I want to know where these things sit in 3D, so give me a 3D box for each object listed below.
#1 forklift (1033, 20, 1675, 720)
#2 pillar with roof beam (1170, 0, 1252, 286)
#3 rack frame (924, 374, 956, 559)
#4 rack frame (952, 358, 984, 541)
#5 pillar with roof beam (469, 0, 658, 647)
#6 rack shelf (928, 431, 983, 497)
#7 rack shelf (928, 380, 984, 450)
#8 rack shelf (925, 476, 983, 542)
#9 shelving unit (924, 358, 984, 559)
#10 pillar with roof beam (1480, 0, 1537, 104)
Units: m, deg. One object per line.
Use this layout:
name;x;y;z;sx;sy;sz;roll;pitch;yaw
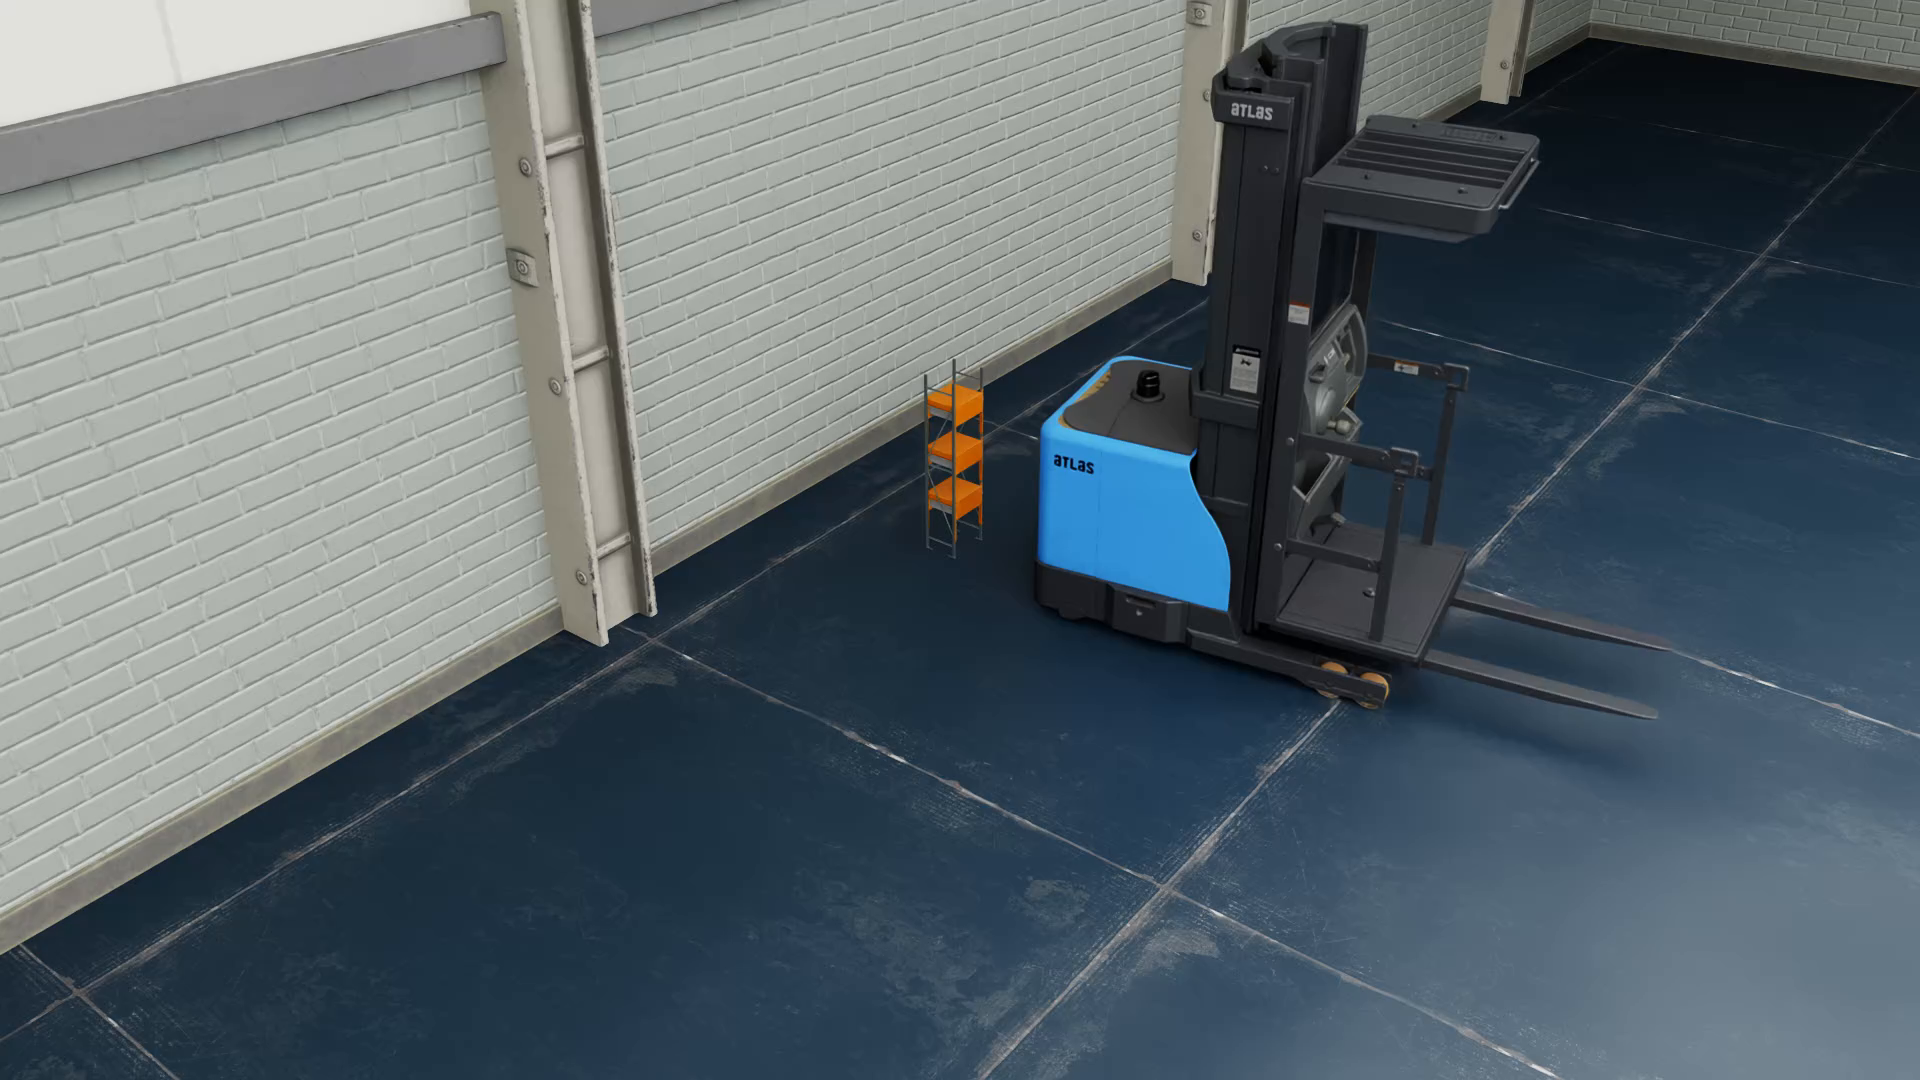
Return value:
forklift;1.930;-0.771;7.676;3.031;2.935;1.130;15;34;23
pillar with roof beam;5.250;-4.576;8.145;9.100;9.000;0.400;21;37;31
rack frame;-0.106;-0.380;8.862;0.200;1.050;0.008;21;37;31
rack frame;0.041;-0.479;9.029;0.200;1.050;0.008;21;37;31
pillar with roof beam;1.628;-2.137;4.030;9.100;9.000;0.400;21;37;31
rack shelf;-0.032;-0.421;8.951;0.215;0.259;0.240;21;37;31
rack shelf;-0.032;-0.665;8.806;0.215;0.259;0.240;21;37;31
rack shelf;-0.032;-0.182;9.093;0.215;0.259;0.240;21;37;31
shelving unit;-0.032;-0.430;8.946;0.215;1.050;0.252;21;37;31
pillar with roof beam;8.872;-7.015;12.260;9.100;9.000;0.400;21;37;31
